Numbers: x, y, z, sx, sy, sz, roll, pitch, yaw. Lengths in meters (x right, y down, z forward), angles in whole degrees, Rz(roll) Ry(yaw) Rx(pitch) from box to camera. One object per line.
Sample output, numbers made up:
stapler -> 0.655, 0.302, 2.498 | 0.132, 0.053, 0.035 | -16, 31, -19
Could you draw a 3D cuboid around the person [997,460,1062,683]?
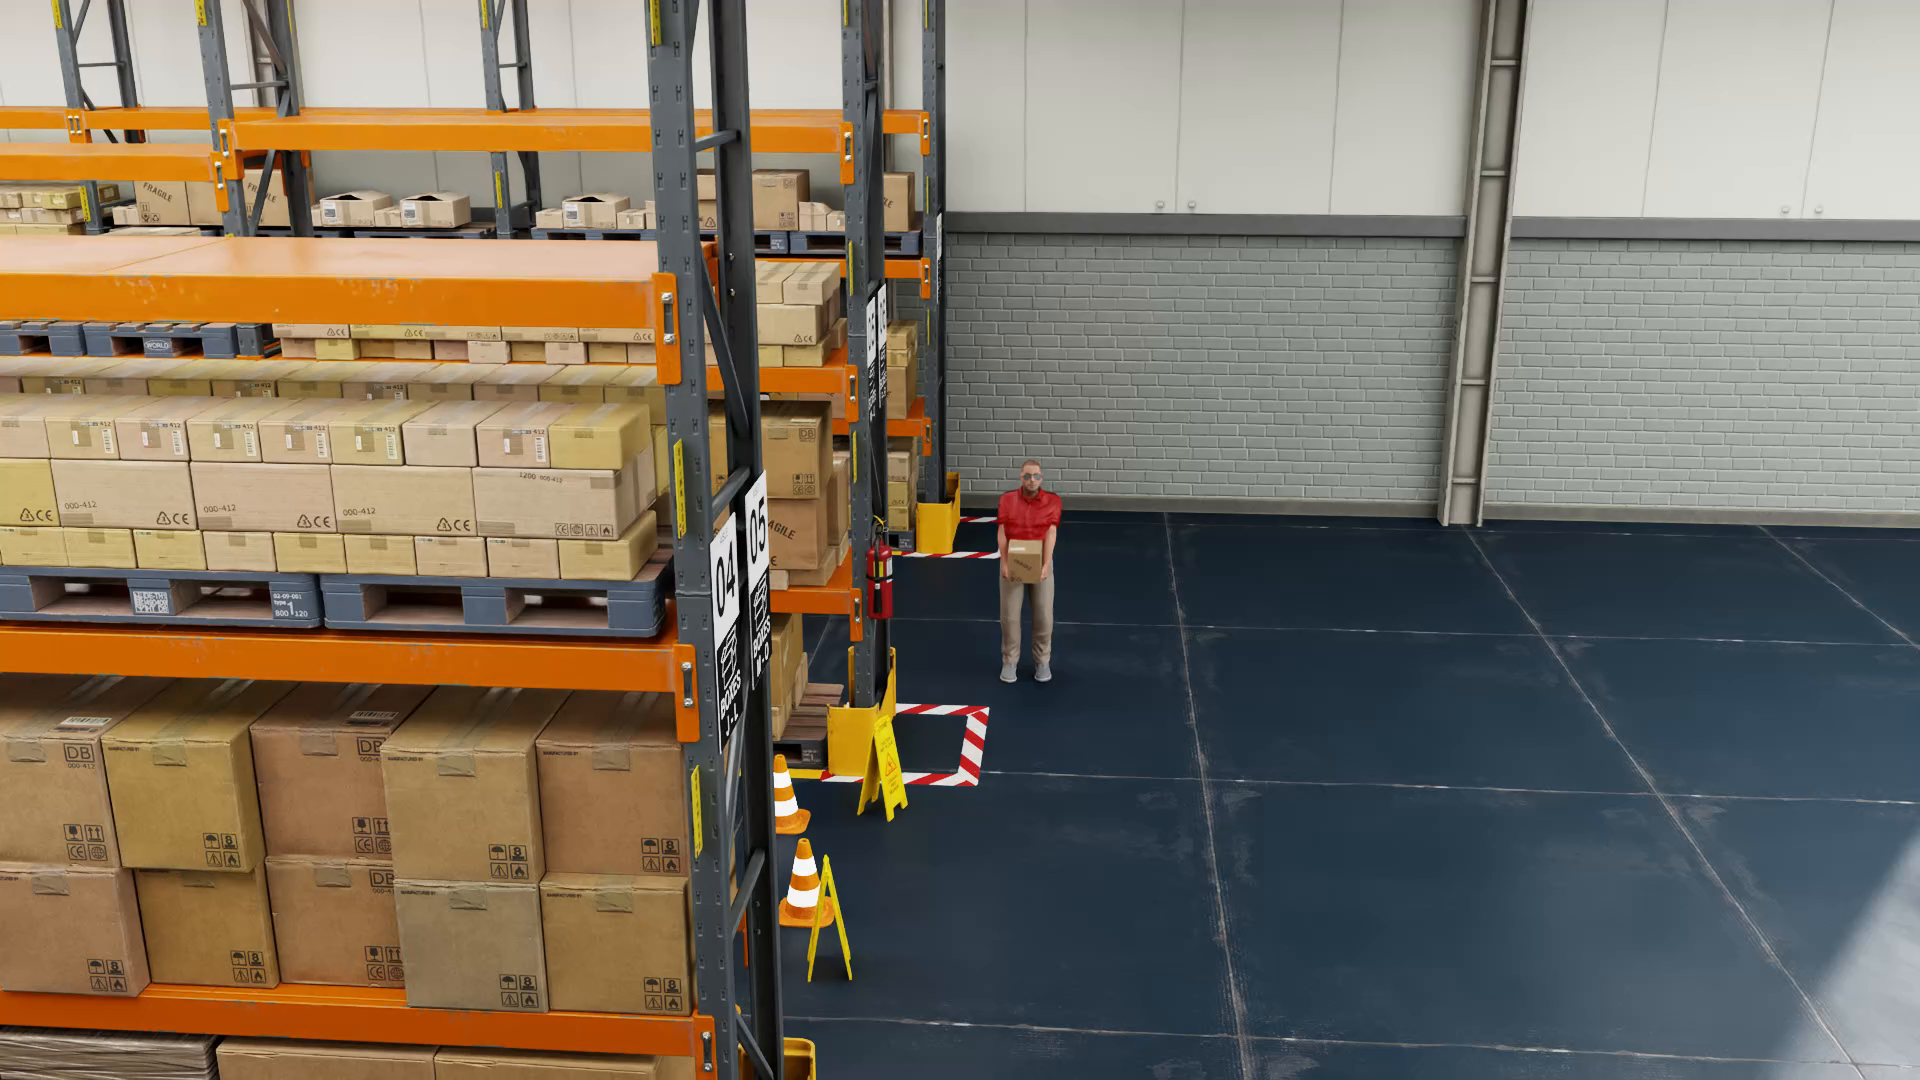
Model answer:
person -> 0.521, 0.258, 12.775 | 0.494, 1.717, 0.530 | 2, 17, 5
